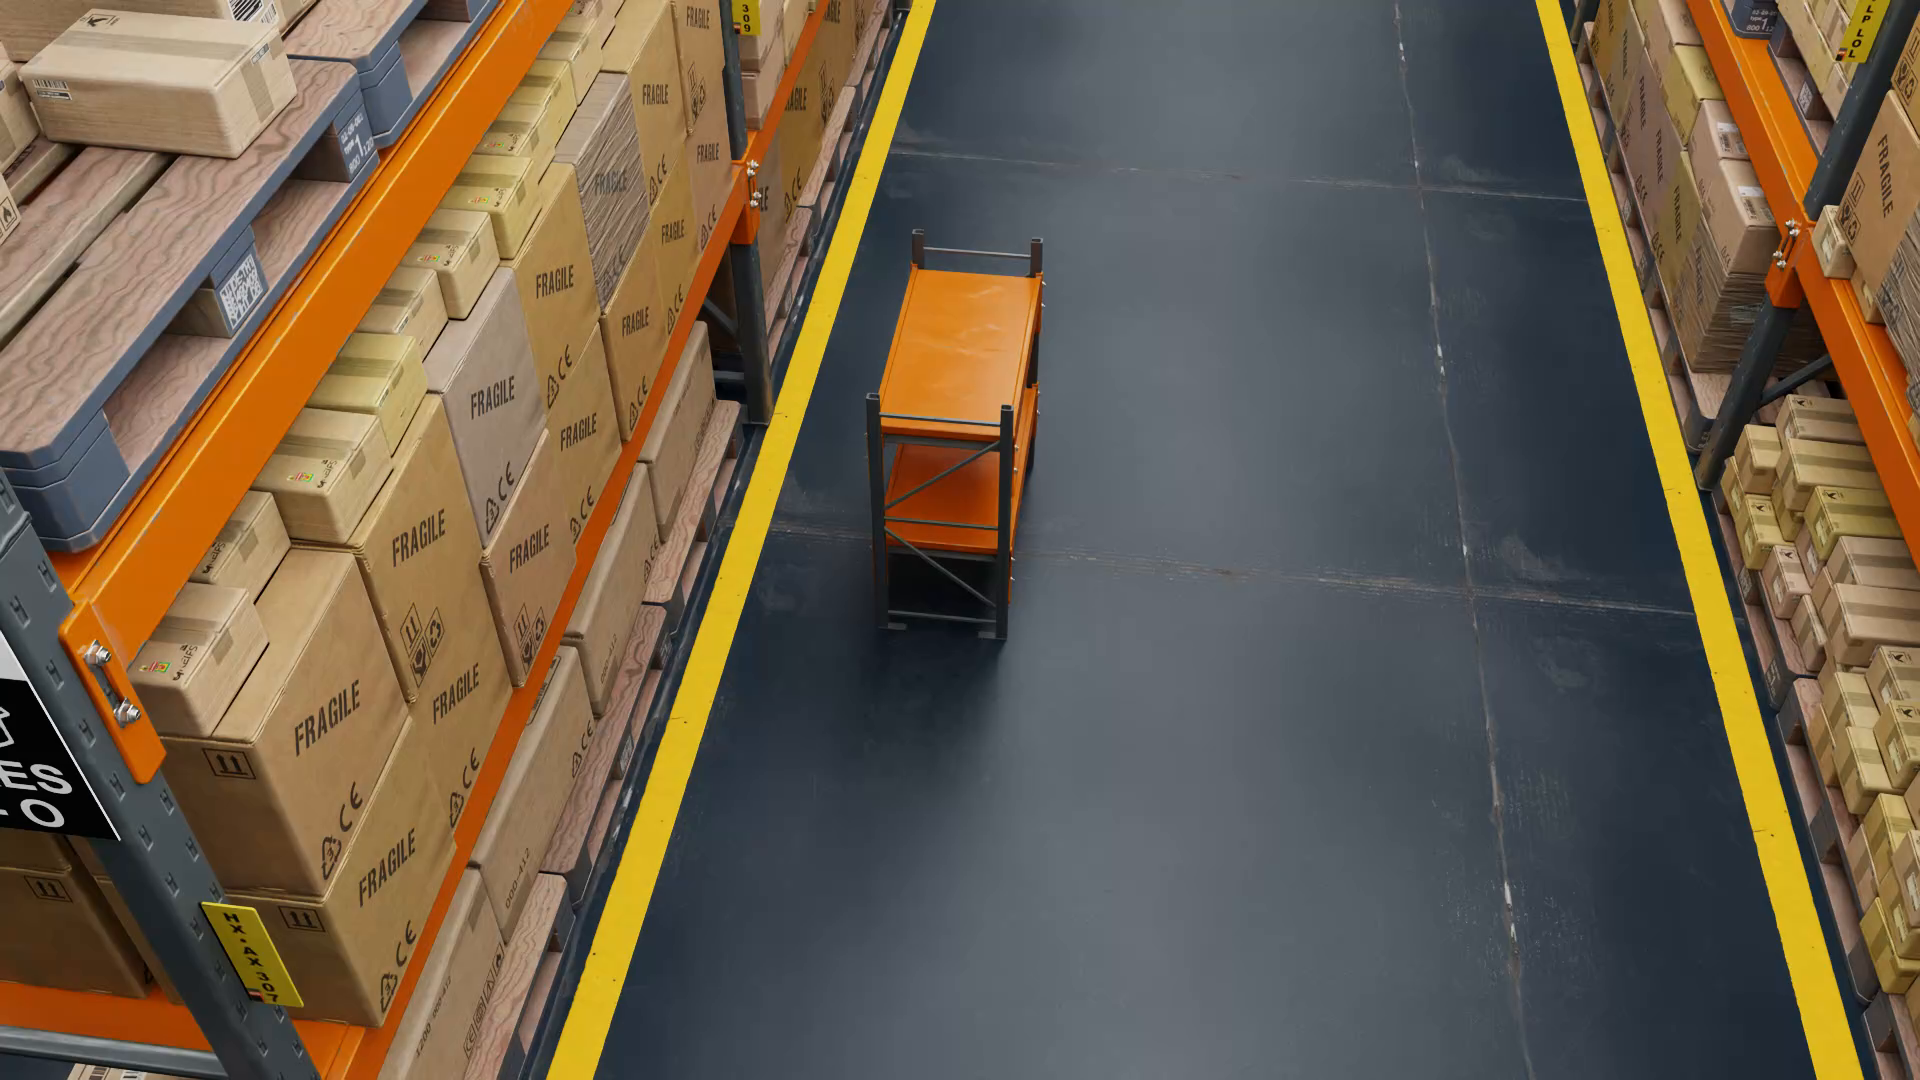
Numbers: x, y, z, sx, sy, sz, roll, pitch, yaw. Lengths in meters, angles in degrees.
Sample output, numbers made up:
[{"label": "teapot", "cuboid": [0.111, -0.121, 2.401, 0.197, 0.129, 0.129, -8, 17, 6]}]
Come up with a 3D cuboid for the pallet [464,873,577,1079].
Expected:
[{"label": "pallet", "cuboid": [-1.824, 1.518, 4.993, 1.003, 0.211, 1.213, 5, 44, 6]}]

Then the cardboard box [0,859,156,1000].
[{"label": "cardboard box", "cuboid": [-2.051, 0.668, 3.790, 0.500, 0.500, 0.500, 5, 44, 6]}]

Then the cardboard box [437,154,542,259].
[{"label": "cardboard box", "cuboid": [-1.284, -0.847, 4.192, 0.380, 0.149, 0.250, 4, 44, 4]}]

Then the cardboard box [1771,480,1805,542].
[{"label": "cardboard box", "cuboid": [3.287, -0.114, 6.241, 0.380, 0.149, 0.250, 6, 44, 6]}]

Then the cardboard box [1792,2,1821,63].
[{"label": "cardboard box", "cuboid": [3.521, -1.984, 6.541, 0.380, 0.149, 0.250, 5, 44, 5]}]

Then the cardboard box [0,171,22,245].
[{"label": "cardboard box", "cuboid": [-1.882, -0.481, 2.626, 0.500, 0.250, 0.500, 2, 43, 2]}]

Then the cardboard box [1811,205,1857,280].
[{"label": "cardboard box", "cuboid": [3.235, -1.033, 5.842, 0.380, 0.149, 0.250, 7, 44, 7]}]

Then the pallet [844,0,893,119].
[{"label": "pallet", "cuboid": [-0.973, -2.852, 9.608, 1.003, 0.211, 1.213, 5, 44, 6]}]

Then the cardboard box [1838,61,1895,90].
[{"label": "cardboard box", "cuboid": [3.453, -1.746, 6.073, 0.380, 0.149, 0.250, 6, 44, 7]}]

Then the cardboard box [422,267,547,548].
[{"label": "cardboard box", "cuboid": [-1.385, -0.348, 4.135, 0.500, 0.500, 0.500, 5, 44, 5]}]

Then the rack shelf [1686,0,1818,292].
[{"label": "rack shelf", "cuboid": [3.861, -2.389, 7.615, 1.077, 0.370, 4.000, 5, 44, 6]}]

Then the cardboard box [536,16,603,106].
[{"label": "cardboard box", "cuboid": [-1.247, -1.378, 4.752, 0.380, 0.149, 0.250, 5, 44, 5]}]

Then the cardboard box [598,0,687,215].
[{"label": "cardboard box", "cuboid": [-1.187, -1.376, 5.222, 0.500, 0.500, 0.500, 5, 44, 5]}]

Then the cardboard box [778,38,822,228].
[{"label": "cardboard box", "cuboid": [-1.209, -2.096, 8.022, 0.875, 0.875, 0.875, 6, 44, 7]}]

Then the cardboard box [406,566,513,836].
[{"label": "cardboard box", "cuboid": [-1.465, 0.373, 4.102, 0.500, 0.500, 0.500, 5, 44, 5]}]

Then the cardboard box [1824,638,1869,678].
[{"label": "cardboard box", "cuboid": [3.192, 0.424, 5.672, 0.380, 0.149, 0.250, 7, 44, 7]}]

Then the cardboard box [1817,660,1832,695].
[{"label": "cardboard box", "cuboid": [3.228, 0.534, 5.773, 0.380, 0.149, 0.250, 4, 44, 4]}]

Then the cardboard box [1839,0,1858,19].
[{"label": "cardboard box", "cuboid": [3.491, -2.039, 6.167, 0.380, 0.149, 0.250, 4, 44, 4]}]

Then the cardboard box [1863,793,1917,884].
[{"label": "cardboard box", "cuboid": [3.030, 0.946, 5.121, 0.380, 0.149, 0.250, 7, 44, 8]}]

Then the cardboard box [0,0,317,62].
[{"label": "cardboard box", "cuboid": [-1.605, -1.204, 3.345, 0.500, 0.311, 0.500, 6, 44, 6]}]

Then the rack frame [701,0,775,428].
[{"label": "rack frame", "cuboid": [-1.323, -1.669, 6.331, 1.000, 3.000, 0.127, 5, 44, 6]}]

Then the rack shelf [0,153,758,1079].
[{"label": "rack shelf", "cuboid": [-1.588, -0.044, 5.139, 1.077, 0.370, 4.000, 5, 44, 6]}]

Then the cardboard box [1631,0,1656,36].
[{"label": "cardboard box", "cuboid": [3.727, -2.737, 8.426, 0.500, 0.250, 0.500, 5, 44, 5]}]

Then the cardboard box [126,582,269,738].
[{"label": "cardboard box", "cuboid": [-1.531, 0.206, 3.079, 0.380, 0.149, 0.250, 6, 44, 6]}]

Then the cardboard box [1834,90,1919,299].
[{"label": "cardboard box", "cuboid": [3.281, -1.117, 5.459, 0.500, 0.500, 0.500, 5, 44, 5]}]

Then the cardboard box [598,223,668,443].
[{"label": "cardboard box", "cuboid": [-1.246, -0.671, 5.204, 0.500, 0.500, 0.500, 5, 44, 5]}]

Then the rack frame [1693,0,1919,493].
[{"label": "rack frame", "cuboid": [3.597, -1.288, 5.928, 1.000, 3.000, 0.127, 5, 44, 6]}]

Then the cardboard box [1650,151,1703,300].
[{"label": "cardboard box", "cuboid": [3.513, -1.409, 7.569, 0.500, 0.500, 0.500, 4, 44, 5]}]

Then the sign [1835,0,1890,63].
[{"label": "sign", "cuboid": [3.046, -1.756, 5.581, 0.100, 0.325, 0.005, 5, 44, 6]}]

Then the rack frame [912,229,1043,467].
[{"label": "rack frame", "cuboid": [0.066, -0.750, 6.724, 0.500, 1.125, 0.032, 5, 44, 6]}]

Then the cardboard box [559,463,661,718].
[{"label": "cardboard box", "cuboid": [-1.631, 0.137, 5.981, 0.875, 0.438, 0.875, 4, 44, 4]}]

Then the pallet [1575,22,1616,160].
[{"label": "pallet", "cuboid": [4.021, -2.469, 9.204, 1.003, 0.211, 1.213, 5, 44, 6]}]

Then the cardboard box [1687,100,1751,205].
[{"label": "cardboard box", "cuboid": [3.526, -1.684, 7.314, 0.500, 0.250, 0.500, 7, 44, 7]}]

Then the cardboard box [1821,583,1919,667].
[{"label": "cardboard box", "cuboid": [3.139, 0.300, 5.587, 0.380, 0.149, 0.250, 6, 44, 6]}]

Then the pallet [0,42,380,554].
[{"label": "pallet", "cuboid": [-1.764, -0.506, 2.986, 1.003, 0.211, 1.213, 5, 44, 6]}]

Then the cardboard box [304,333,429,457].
[{"label": "cardboard box", "cuboid": [-1.402, -0.327, 3.642, 0.380, 0.149, 0.250, 4, 44, 4]}]

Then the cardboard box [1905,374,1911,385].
[{"label": "cardboard box", "cuboid": [3.249, -0.479, 5.257, 0.380, 0.149, 0.250, 3, 44, 4]}]

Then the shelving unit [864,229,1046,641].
[{"label": "shelving unit", "cuboid": [-0.001, -0.404, 6.358, 0.538, 1.125, 1.048, 5, 44, 6]}]

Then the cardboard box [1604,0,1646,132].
[{"label": "cardboard box", "cuboid": [3.716, -2.457, 8.675, 0.500, 0.500, 0.500, 6, 44, 6]}]

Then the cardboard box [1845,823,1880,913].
[{"label": "cardboard box", "cuboid": [3.032, 1.053, 5.224, 0.380, 0.149, 0.250, 6, 44, 6]}]

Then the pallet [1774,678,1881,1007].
[{"label": "pallet", "cuboid": [3.384, 1.020, 5.520, 1.003, 0.211, 1.213, 5, 44, 6]}]

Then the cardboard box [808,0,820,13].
[{"label": "cardboard box", "cuboid": [-0.853, -2.591, 7.414, 0.500, 0.250, 0.500, 5, 44, 5]}]

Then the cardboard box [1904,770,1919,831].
[{"label": "cardboard box", "cuboid": [3.107, 0.839, 5.018, 0.380, 0.149, 0.250, 4, 44, 4]}]

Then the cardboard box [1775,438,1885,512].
[{"label": "cardboard box", "cuboid": [3.251, -0.223, 6.139, 0.380, 0.149, 0.250, 7, 44, 8]}]

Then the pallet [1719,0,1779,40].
[{"label": "pallet", "cuboid": [3.904, -2.591, 7.444, 1.003, 0.211, 1.213, 5, 44, 6]}]

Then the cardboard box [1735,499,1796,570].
[{"label": "cardboard box", "cuboid": [3.195, -0.005, 6.341, 0.380, 0.149, 0.250, 6, 44, 7]}]
